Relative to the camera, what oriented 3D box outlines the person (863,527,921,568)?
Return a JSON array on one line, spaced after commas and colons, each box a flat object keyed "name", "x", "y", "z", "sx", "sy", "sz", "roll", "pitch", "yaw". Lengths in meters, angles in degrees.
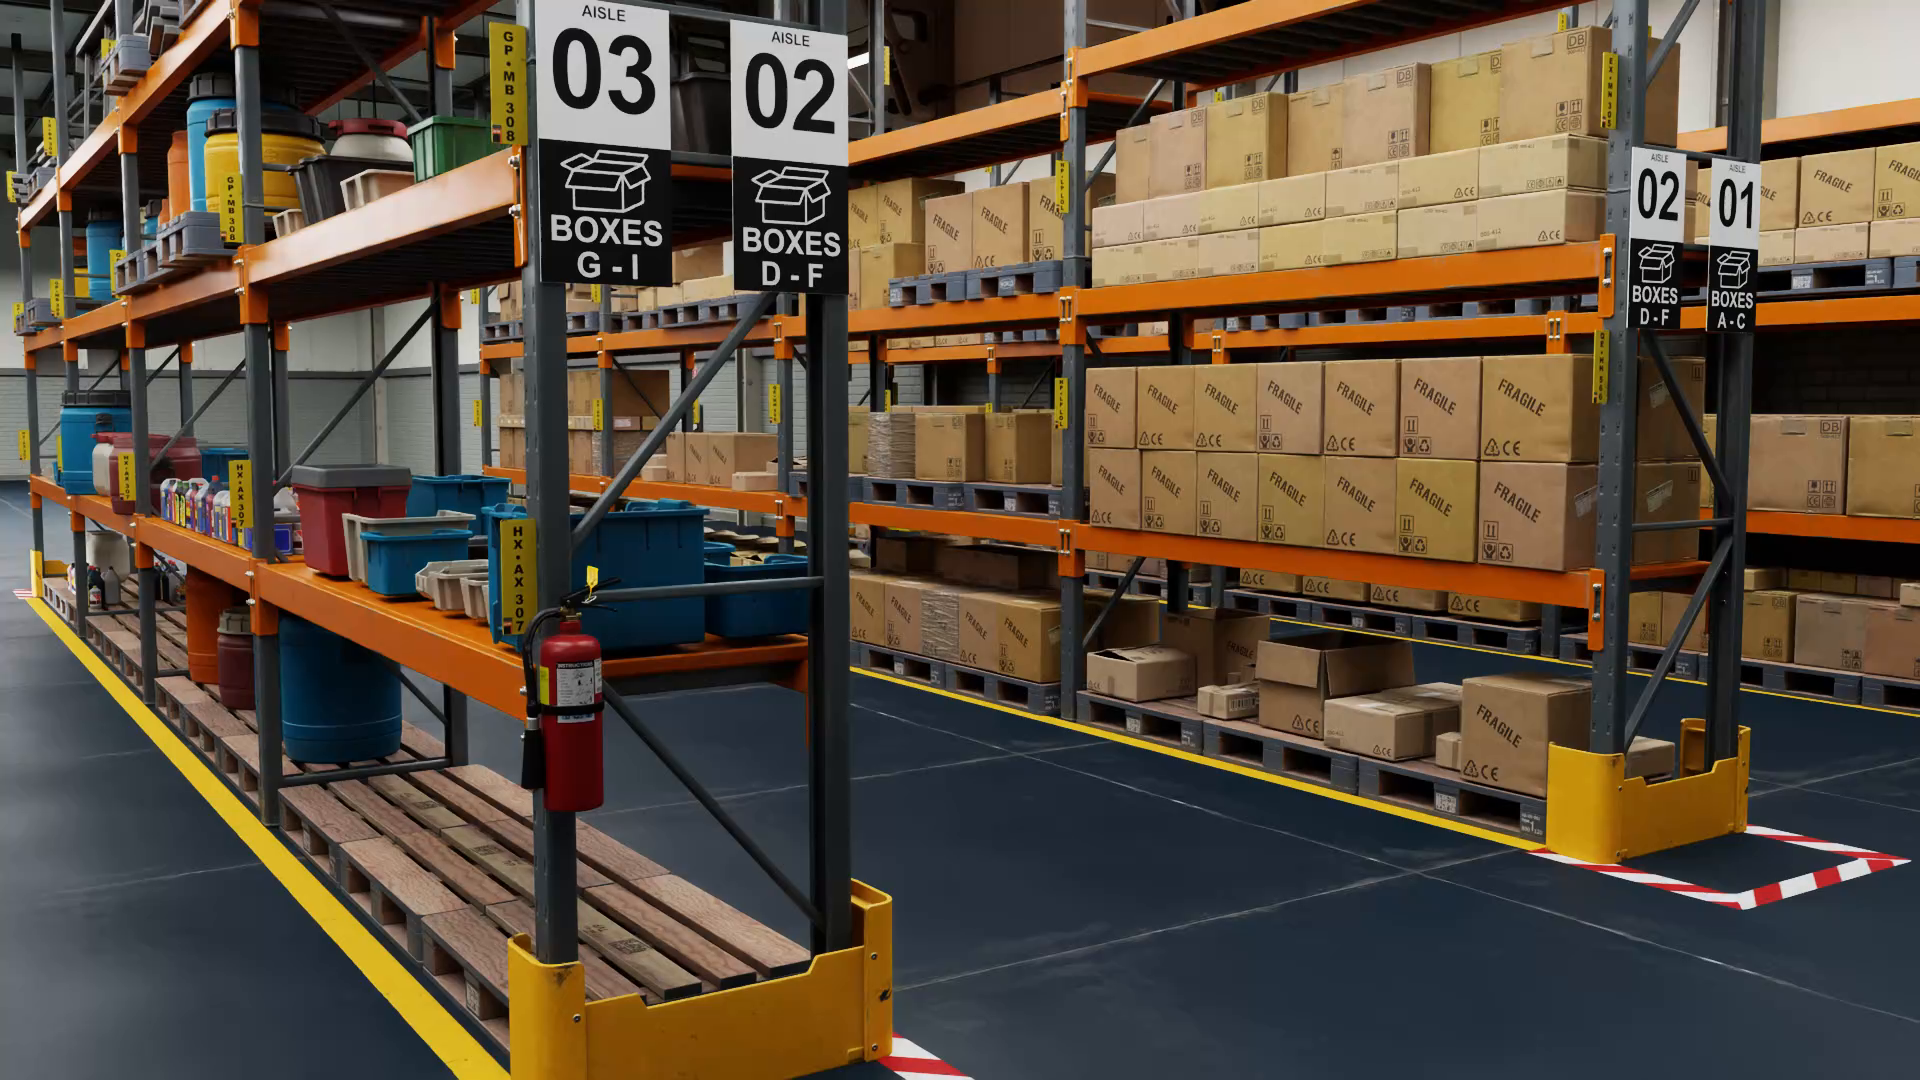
[{"name": "person", "x": -0.612, "y": -0.134, "z": 16.539, "sx": 0.823, "sy": 1.725, "sz": 0.548, "roll": -3, "pitch": 5, "yaw": -31}]
